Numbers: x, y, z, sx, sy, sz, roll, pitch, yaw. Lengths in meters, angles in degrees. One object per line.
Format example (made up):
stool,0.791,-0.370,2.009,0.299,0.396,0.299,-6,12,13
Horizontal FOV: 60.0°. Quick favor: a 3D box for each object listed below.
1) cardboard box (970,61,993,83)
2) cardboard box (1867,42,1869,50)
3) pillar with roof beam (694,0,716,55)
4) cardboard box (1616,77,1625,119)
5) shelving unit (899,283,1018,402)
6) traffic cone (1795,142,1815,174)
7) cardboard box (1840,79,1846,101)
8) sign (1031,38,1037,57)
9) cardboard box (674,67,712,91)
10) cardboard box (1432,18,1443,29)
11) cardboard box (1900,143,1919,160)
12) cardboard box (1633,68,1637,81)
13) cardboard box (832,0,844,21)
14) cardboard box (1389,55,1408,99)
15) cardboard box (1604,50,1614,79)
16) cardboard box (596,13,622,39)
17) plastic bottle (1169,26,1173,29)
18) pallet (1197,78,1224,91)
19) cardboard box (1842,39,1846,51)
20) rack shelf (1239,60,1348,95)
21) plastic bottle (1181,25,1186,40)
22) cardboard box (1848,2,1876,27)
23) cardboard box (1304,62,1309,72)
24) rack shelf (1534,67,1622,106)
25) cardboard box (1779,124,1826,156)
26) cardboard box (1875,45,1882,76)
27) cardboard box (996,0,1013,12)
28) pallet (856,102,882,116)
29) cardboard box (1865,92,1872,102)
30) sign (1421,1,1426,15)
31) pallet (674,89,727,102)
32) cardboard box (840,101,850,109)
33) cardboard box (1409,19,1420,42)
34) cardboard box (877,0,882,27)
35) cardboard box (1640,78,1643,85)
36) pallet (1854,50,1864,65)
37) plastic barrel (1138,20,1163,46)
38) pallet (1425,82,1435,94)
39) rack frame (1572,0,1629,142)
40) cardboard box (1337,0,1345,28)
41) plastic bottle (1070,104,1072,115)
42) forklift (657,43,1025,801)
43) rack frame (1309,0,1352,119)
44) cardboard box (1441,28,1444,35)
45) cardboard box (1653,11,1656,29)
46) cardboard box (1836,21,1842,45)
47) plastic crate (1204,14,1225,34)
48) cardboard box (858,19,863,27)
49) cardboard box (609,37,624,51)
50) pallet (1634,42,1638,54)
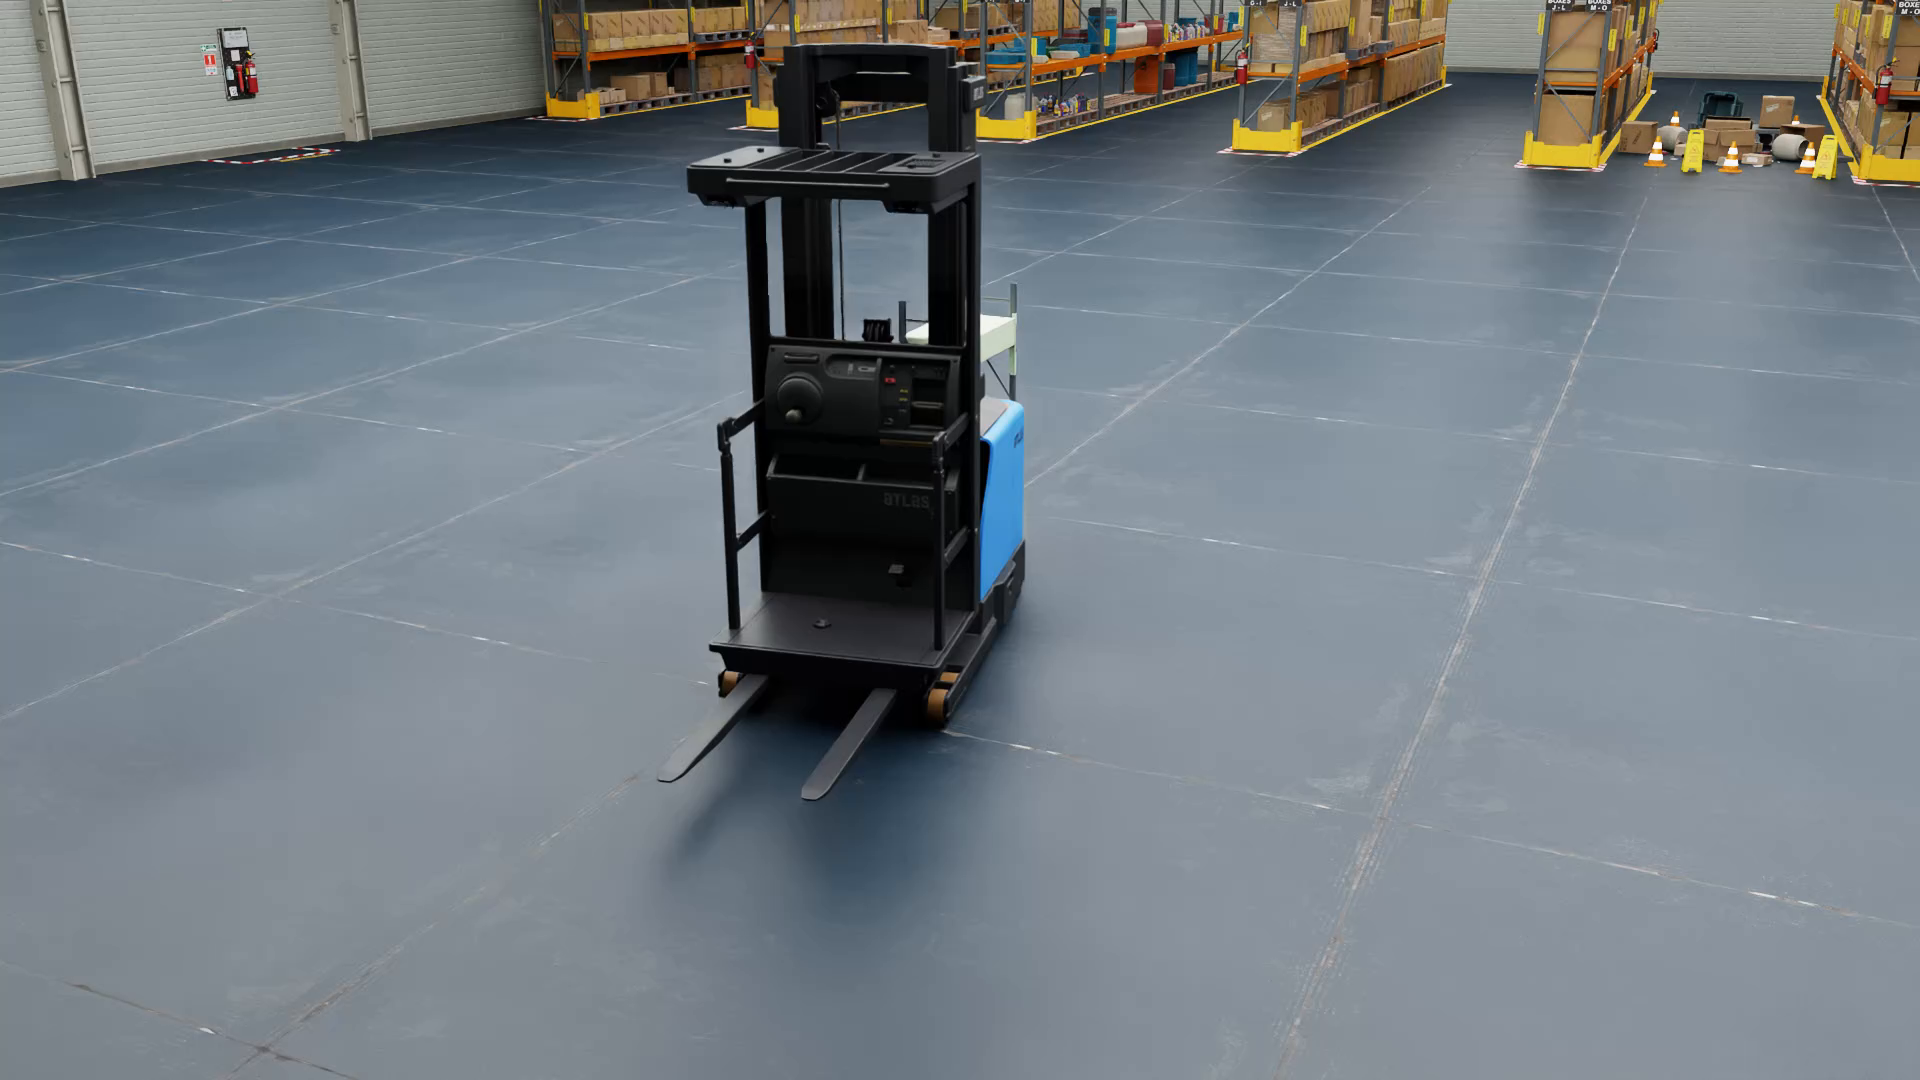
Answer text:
cardboard box,0.480,-11.535,41.002,0.500,0.500,0.500,8,21,22
cardboard box,16.033,-8.707,28.757,0.500,0.500,0.500,8,21,22
pillar with roof beam,-2.301,-14.728,37.953,9.100,9.000,0.400,9,21,23
cardboard box,12.447,-8.717,32.734,1.050,0.750,0.750,9,21,24
shelving unit,-0.003,-0.705,9.712,0.431,1.500,0.755,9,21,23
traffic cone,13.414,-6.040,26.262,0.336,0.463,0.334,9,21,23
cardboard box,19.684,-9.763,36.142,0.875,0.438,0.875,8,21,22
sign,1.355,-9.020,30.442,0.100,0.325,0.005,9,21,23
cardboard box,-6.259,-10.805,38.949,0.700,0.500,0.500,9,22,25
cardboard box,11.761,-12.908,41.567,0.500,0.250,0.500,8,21,22
cardboard box,14.997,-6.038,25.947,0.500,0.250,0.500,8,21,22
cardboard box,14.059,-9.876,35.248,0.500,0.250,0.500,9,21,23
cardboard box,-2.817,-10.931,34.144,0.700,0.500,0.500,9,21,23
cardboard box,9.323,-10.408,37.304,1.225,0.875,0.875,9,21,23
cardboard box,10.517,-8.091,28.018,0.875,0.550,0.550,9,21,23
cardboard box,-7.502,-10.872,35.138,0.500,0.500,0.500,9,21,23
plastic bottle,5.082,-12.375,40.474,0.152,0.276,0.135,9,21,23
pallet,6.035,-11.551,42.133,1.003,0.211,1.213,9,21,23
cardboard box,18.908,-10.426,35.033,0.500,0.250,0.500,8,21,21
rack shelf,6.193,-8.559,30.633,1.077,0.370,4.000,9,21,23
plastic bottle,5.240,-11.949,39.164,0.144,0.351,0.185,9,21,23
cardboard box,18.703,-10.859,34.385,0.500,0.500,0.500,8,21,22
cardboard box,5.944,-8.371,29.405,0.380,0.149,0.250,9,21,23
rack shelf,10.676,-7.848,28.632,1.077,0.370,4.000,9,21,23
cardboard box,14.373,-6.832,28.430,0.500,0.500,0.500,-9,22,-24
cardboard box,14.595,-7.470,25.904,0.500,0.500,0.500,9,21,23
cardboard box,1.222,-14.024,43.283,0.500,0.500,0.500,9,21,23
pallet,-2.388,-9.319,35.856,1.003,0.211,1.213,9,21,23
cardboard box,15.142,-7.298,27.402,0.380,0.149,0.250,10,22,26
sign,10.787,-12.392,38.726,0.100,0.325,0.005,9,21,23
pallet,-6.228,-10.473,39.102,1.003,0.211,1.213,9,21,23
cardboard box,-2.624,-9.141,34.673,0.500,0.250,0.500,9,21,23
cardboard box,10.345,-11.822,38.584,0.500,0.500,0.500,9,21,23
cardboard box,-2.728,-14.521,45.876,0.980,0.700,0.700,8,21,21
cardboard box,15.709,-10.706,38.779,0.380,0.149,0.250,8,21,22
pallet,17.496,-9.050,31.225,1.213,0.211,1.003,9,21,23
plastic barrel,4.217,-11.292,37.042,0.600,0.536,0.708,9,21,23
pallet,11.169,-11.237,41.251,1.003,0.211,1.213,9,21,23
rack frame,11.495,-8.798,30.231,1.000,3.000,0.127,9,21,23
cardboard box,6.875,-9.839,31.074,0.500,0.500,0.500,9,21,23
plastic bottle,2.188,-8.595,33.180,0.097,0.201,0.097,0,20,0
forklift,-0.506,-0.679,7.503,1.130,2.935,3.031,5,20,14
rack frame,7.012,-9.509,32.231,1.000,3.000,0.127,9,21,23
cardboard box,11.975,-12.826,41.931,0.380,0.149,0.250,9,21,23
cardboard box,16.244,-12.324,39.553,0.500,0.500,0.500,8,21,22
cardboard box,20.102,-11.446,37.528,0.500,0.500,0.500,8,21,22
plastic crate,6.363,-12.931,41.669,0.402,0.464,0.583,9,21,23
cardboard box,-2.255,-10.874,34.951,0.380,0.149,0.250,9,21,23
cardboard box,-7.494,-10.531,35.297,0.500,0.250,0.500,8,21,21
pallet,13.328,-10.163,34.355,1.213,0.211,1.003,9,21,23
